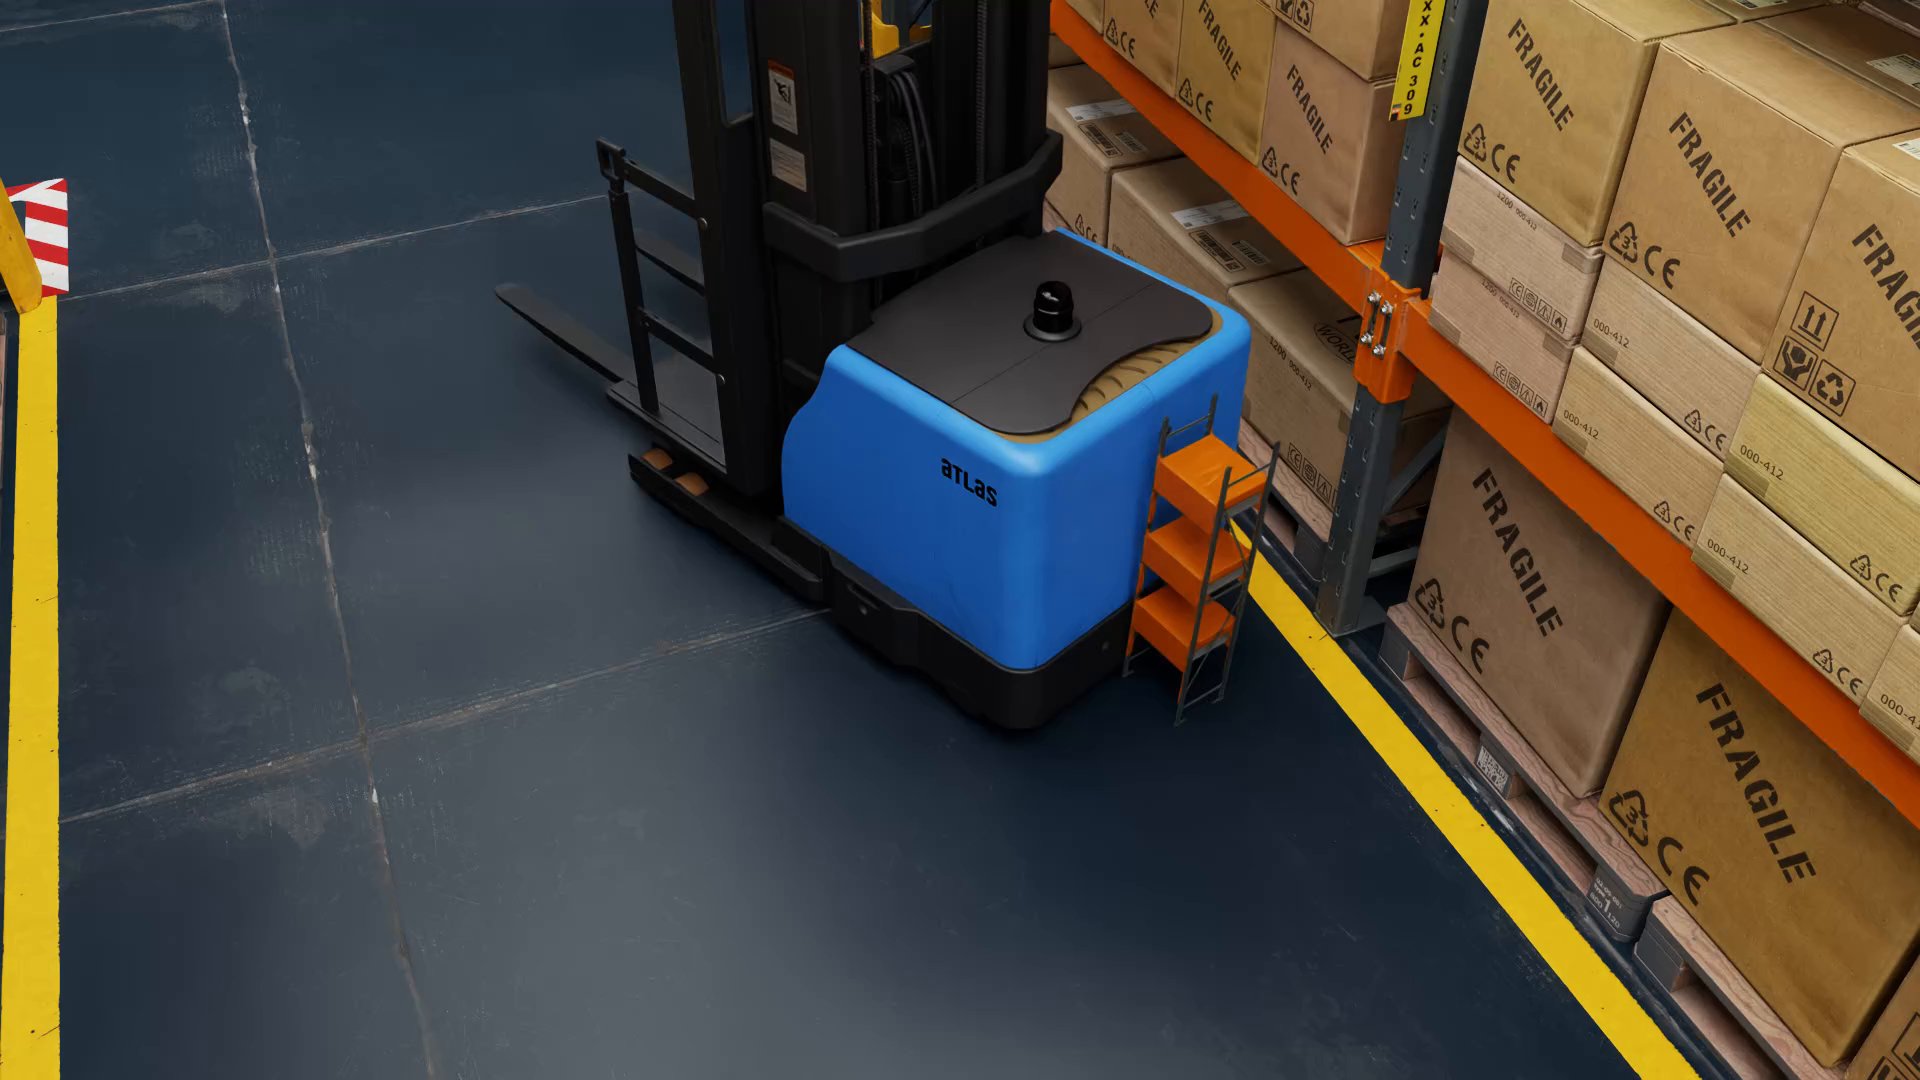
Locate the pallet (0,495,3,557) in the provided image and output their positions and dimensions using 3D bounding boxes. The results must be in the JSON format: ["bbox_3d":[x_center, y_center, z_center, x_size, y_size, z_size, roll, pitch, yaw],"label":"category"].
[{"bbox_3d":[-3.652,0.246,5.302,1.003,0.211,1.213,-15,43,-17],"label":"pallet"}]

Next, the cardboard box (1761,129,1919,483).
[{"bbox_3d":[1.956,-0.453,3.133,0.500,0.500,0.500,-16,43,-18],"label":"cardboard box"}]

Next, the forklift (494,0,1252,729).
[{"bbox_3d":[-0.529,-1.397,5.126,3.031,2.935,1.130,33,50,32],"label":"forklift"}]

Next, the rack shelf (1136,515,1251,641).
[{"bbox_3d":[0.684,0.090,4.844,0.215,0.259,0.240,-26,51,-27],"label":"rack shelf"}]

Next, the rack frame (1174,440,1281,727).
[{"bbox_3d":[0.758,0.152,4.769,0.200,1.050,0.008,-26,51,-27],"label":"rack frame"}]

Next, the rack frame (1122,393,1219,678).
[{"bbox_3d":[0.611,0.013,4.905,0.200,1.050,0.008,-26,51,-27],"label":"rack frame"}]

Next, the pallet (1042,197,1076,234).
[{"bbox_3d":[0.954,-1.131,6.904,1.003,0.211,1.213,-15,43,-17],"label":"pallet"}]

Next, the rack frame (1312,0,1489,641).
[{"bbox_3d":[1.643,-0.975,4.583,1.000,3.000,0.127,-15,43,-17],"label":"rack frame"}]

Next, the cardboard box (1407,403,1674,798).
[{"bbox_3d":[1.955,0.025,4.728,0.875,0.875,0.875,-14,43,-16],"label":"cardboard box"}]

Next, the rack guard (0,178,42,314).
[{"bbox_3d":[-4.393,-1.095,6.640,1.175,0.500,0.348,-15,43,-17],"label":"rack guard"}]

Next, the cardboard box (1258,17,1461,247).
[{"bbox_3d":[1.230,-1.229,4.801,0.500,0.500,0.500,-15,43,-16],"label":"cardboard box"}]

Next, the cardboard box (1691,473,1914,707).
[{"bbox_3d":[1.949,0.037,3.522,0.500,0.250,0.500,-15,43,-17],"label":"cardboard box"}]

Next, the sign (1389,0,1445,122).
[{"bbox_3d":[1.131,-1.194,4.113,0.100,0.325,0.005,-15,43,-17],"label":"sign"}]

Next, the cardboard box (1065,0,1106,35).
[{"bbox_3d":[0.636,-2.156,5.879,0.500,0.500,0.500,-14,43,-15],"label":"cardboard box"}]

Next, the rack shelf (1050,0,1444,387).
[{"bbox_3d":[0.878,-1.907,6.219,1.077,0.370,4.000,-15,43,-17],"label":"rack shelf"}]

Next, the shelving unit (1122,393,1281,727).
[{"bbox_3d":[0.684,0.083,4.837,0.215,1.050,0.252,-26,51,-27],"label":"shelving unit"}]

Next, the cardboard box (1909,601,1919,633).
[{"bbox_3d":[2.141,0.149,3.007,0.500,0.250,0.500,-16,43,-18],"label":"cardboard box"}]

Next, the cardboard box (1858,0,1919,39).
[{"bbox_3d":[2.251,-0.876,3.624,0.500,0.500,0.500,-14,43,-16],"label":"cardboard box"}]

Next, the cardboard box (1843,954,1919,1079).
[{"bbox_3d":[2.649,1.106,3.471,0.875,0.875,0.875,-15,43,-16],"label":"cardboard box"}]

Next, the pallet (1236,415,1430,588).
[{"bbox_3d":[1.425,-0.395,6.048,1.003,0.211,1.213,-15,43,-17],"label":"pallet"}]

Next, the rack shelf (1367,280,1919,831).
[{"bbox_3d":[2.409,0.502,3.417,1.077,0.370,4.000,-15,43,-17],"label":"rack shelf"}]

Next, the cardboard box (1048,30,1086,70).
[{"bbox_3d":[0.458,-2.200,7.651,0.875,0.438,0.875,-17,43,-18],"label":"cardboard box"}]

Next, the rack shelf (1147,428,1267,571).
[{"bbox_3d":[0.695,-0.114,4.648,0.215,0.259,0.240,-26,51,-27],"label":"rack shelf"}]

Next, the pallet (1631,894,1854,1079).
[{"bbox_3d":[2.479,1.264,4.118,1.003,0.211,1.213,-15,43,-17],"label":"pallet"}]

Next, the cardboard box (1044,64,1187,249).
[{"bbox_3d":[0.816,-1.651,7.012,0.875,0.438,0.875,-14,43,-16],"label":"cardboard box"}]

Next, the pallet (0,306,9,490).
[{"bbox_3d":[-4.114,-0.488,6.155,1.003,0.211,1.213,-15,43,-17],"label":"pallet"}]

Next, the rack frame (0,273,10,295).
[{"bbox_3d":[-4.422,-2.089,5.879,1.000,3.000,0.127,-15,43,-17],"label":"rack frame"}]

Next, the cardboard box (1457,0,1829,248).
[{"bbox_3d":[1.546,-1.055,3.833,0.500,0.500,0.500,-15,43,-16],"label":"cardboard box"}]

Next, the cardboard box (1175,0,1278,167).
[{"bbox_3d":[1.028,-1.537,5.160,0.500,0.500,0.500,-16,43,-18],"label":"cardboard box"}]

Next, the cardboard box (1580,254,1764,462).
[{"bbox_3d":[1.777,-0.465,3.722,0.500,0.250,0.500,-14,43,-16],"label":"cardboard box"}]

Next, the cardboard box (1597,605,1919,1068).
[{"bbox_3d":[2.307,0.567,4.098,0.875,0.875,0.875,-14,43,-16],"label":"cardboard box"}]

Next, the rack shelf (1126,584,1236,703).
[{"bbox_3d":[0.673,0.291,5.036,0.215,0.259,0.240,-26,51,-27],"label":"rack shelf"}]

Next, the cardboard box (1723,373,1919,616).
[{"bbox_3d":[1.945,-0.155,3.361,0.500,0.250,0.500,-15,43,-16],"label":"cardboard box"}]

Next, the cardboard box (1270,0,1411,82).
[{"bbox_3d":[1.208,-1.607,4.475,0.500,0.500,0.500,-15,43,-17],"label":"cardboard box"}]

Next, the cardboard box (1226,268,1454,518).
[{"bbox_3d":[1.502,-0.568,5.753,0.875,0.438,0.875,-16,43,-17],"label":"cardboard box"}]

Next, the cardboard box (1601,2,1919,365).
[{"bbox_3d":[1.766,-0.756,3.485,0.500,0.500,0.500,-15,43,-17],"label":"cardboard box"}]

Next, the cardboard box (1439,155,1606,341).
[{"bbox_3d":[1.551,-0.772,4.079,0.500,0.250,0.500,-16,43,-18],"label":"cardboard box"}]

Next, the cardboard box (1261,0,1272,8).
[{"bbox_3d":[1.021,-1.915,4.833,0.500,0.500,0.500,-16,43,-17],"label":"cardboard box"}]

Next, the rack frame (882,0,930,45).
[{"bbox_3d":[0.113,-3.385,7.385,1.000,3.000,0.127,-15,43,-17],"label":"rack frame"}]

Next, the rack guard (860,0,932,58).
[{"bbox_3d":[0.104,-2.451,8.217,1.175,0.500,0.348,-15,43,-17],"label":"rack guard"}]

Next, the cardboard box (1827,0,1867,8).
[{"bbox_3d":[2.046,-1.186,3.985,0.500,0.500,0.500,-14,43,-15],"label":"cardboard box"}]

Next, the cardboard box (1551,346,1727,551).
[{"bbox_3d":[1.767,-0.276,3.885,0.500,0.250,0.500,-16,43,-18],"label":"cardboard box"}]

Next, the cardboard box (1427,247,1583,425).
[{"bbox_3d":[1.568,-0.587,4.247,0.500,0.250,0.500,-16,43,-18],"label":"cardboard box"}]

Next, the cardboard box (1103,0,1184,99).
[{"bbox_3d":[0.822,-1.836,5.508,0.500,0.500,0.500,-16,43,-17],"label":"cardboard box"}]

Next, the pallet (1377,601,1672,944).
[{"bbox_3d":[2.008,0.528,4.974,1.003,0.211,1.213,-15,43,-17],"label":"pallet"}]

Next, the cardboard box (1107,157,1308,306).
[{"bbox_3d":[1.159,-1.107,6.380,0.875,0.438,0.875,-16,43,-18],"label":"cardboard box"}]

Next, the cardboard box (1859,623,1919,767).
[{"bbox_3d":[2.131,0.340,3.169,0.500,0.250,0.500,-16,43,-18],"label":"cardboard box"}]
